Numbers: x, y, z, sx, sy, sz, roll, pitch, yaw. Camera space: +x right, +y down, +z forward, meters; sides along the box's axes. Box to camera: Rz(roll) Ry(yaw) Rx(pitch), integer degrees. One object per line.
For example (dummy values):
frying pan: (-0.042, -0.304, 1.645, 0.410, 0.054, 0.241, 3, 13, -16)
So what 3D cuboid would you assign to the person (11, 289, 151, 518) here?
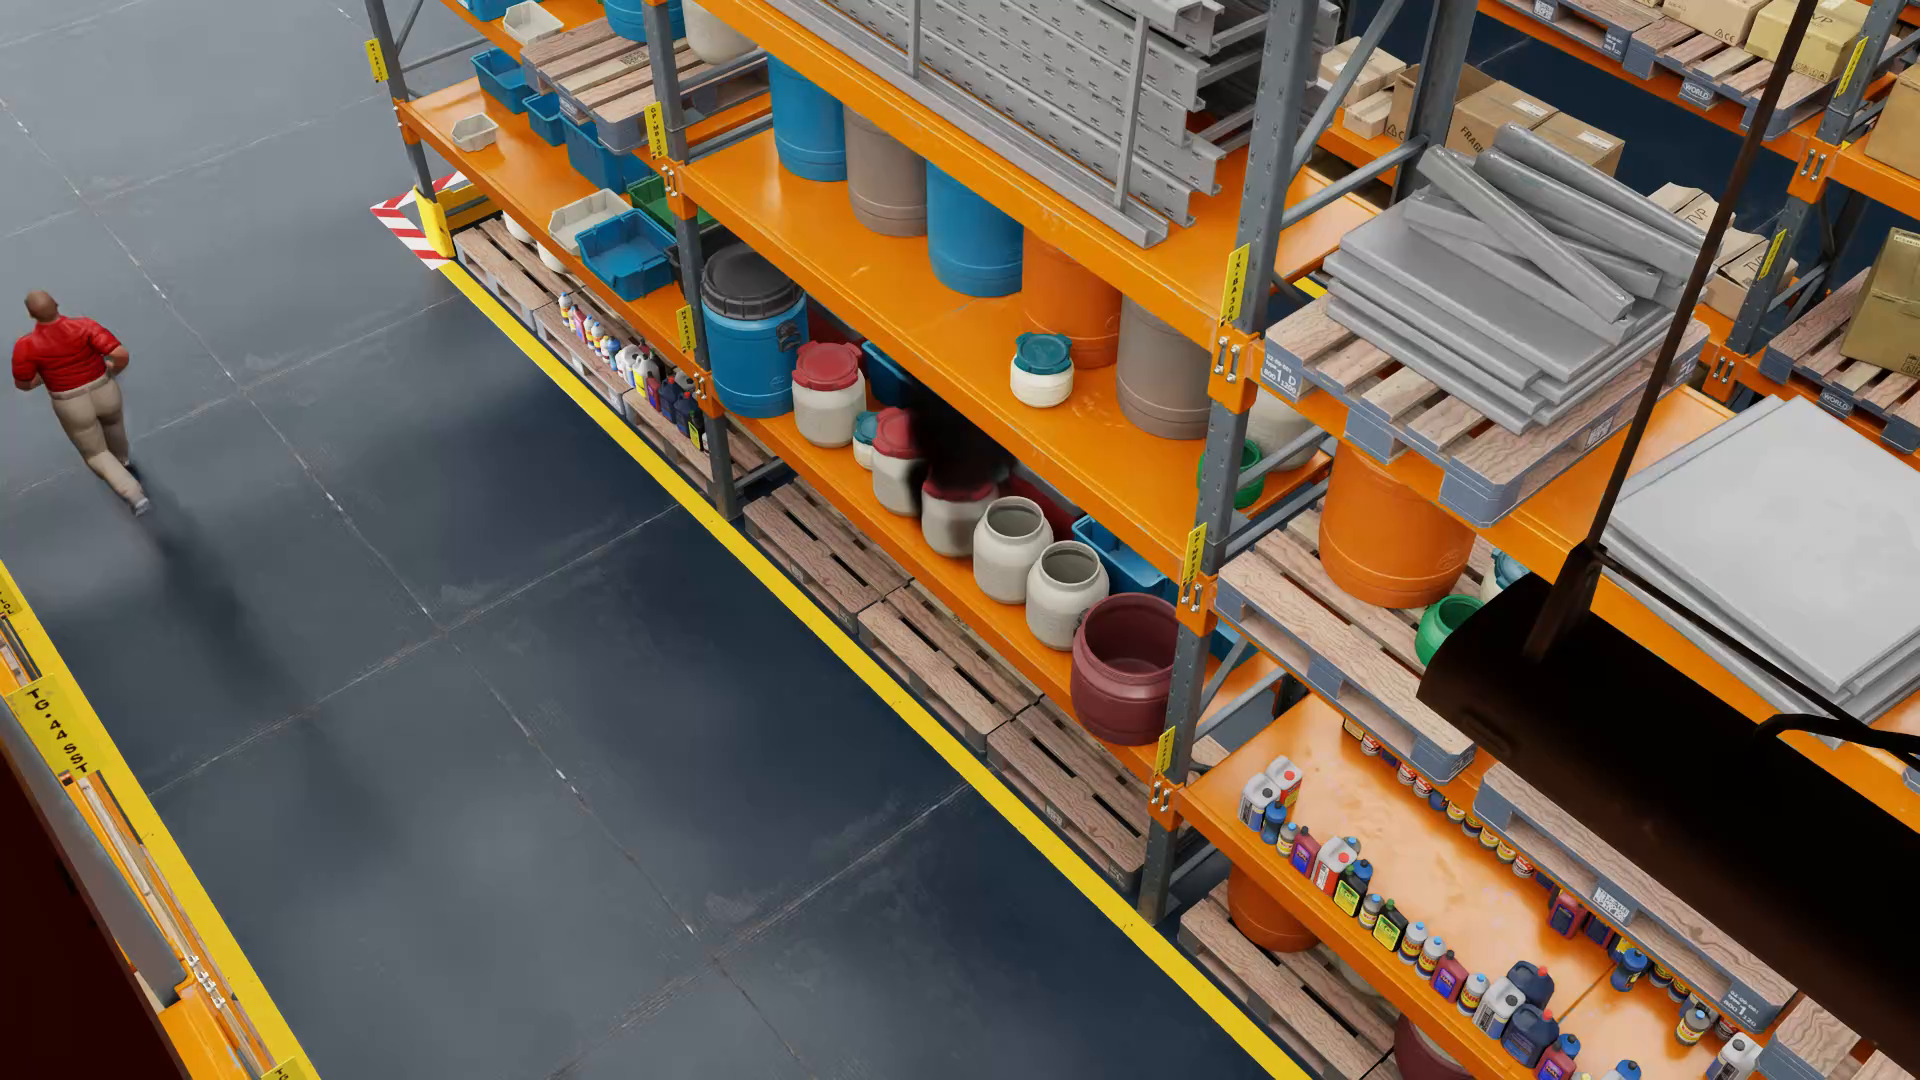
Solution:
person: (-5.586, -0.863, 10.649, 0.631, 1.739, 1.138, -35, 56, -29)
